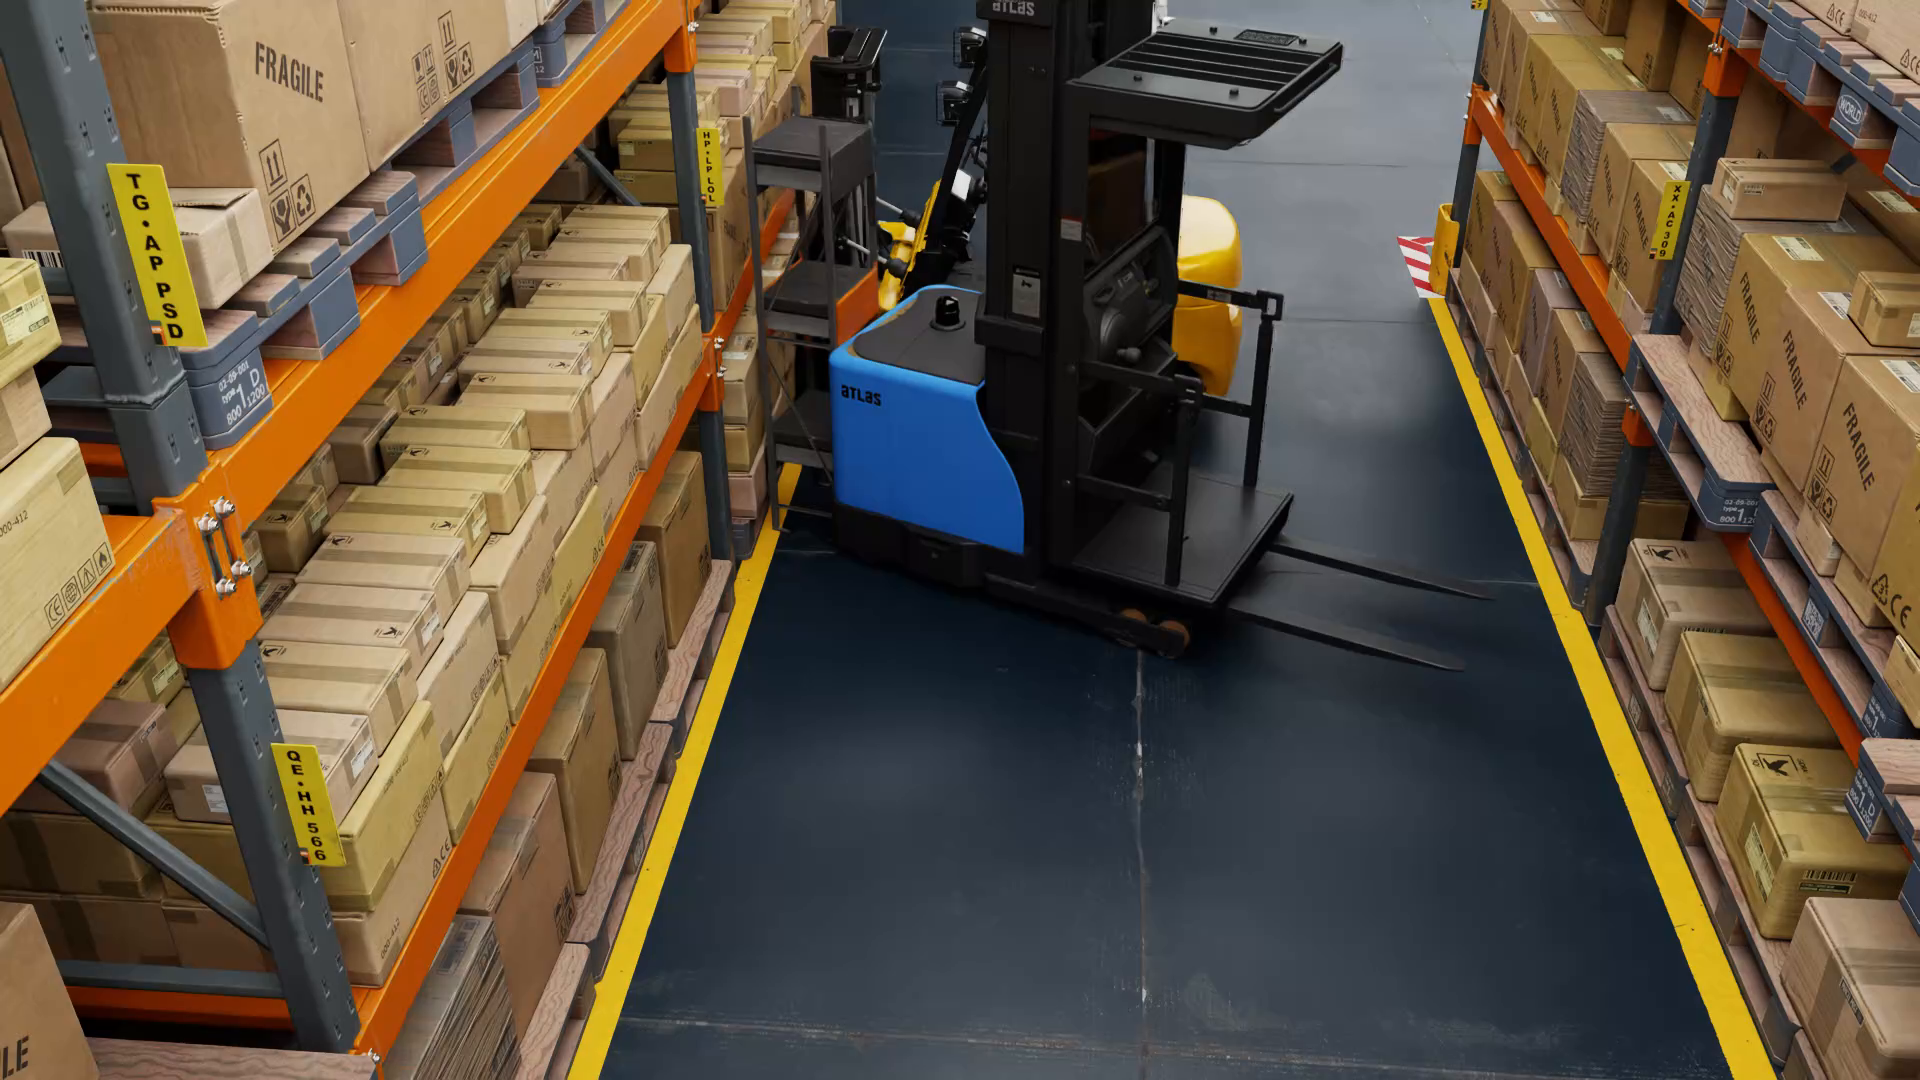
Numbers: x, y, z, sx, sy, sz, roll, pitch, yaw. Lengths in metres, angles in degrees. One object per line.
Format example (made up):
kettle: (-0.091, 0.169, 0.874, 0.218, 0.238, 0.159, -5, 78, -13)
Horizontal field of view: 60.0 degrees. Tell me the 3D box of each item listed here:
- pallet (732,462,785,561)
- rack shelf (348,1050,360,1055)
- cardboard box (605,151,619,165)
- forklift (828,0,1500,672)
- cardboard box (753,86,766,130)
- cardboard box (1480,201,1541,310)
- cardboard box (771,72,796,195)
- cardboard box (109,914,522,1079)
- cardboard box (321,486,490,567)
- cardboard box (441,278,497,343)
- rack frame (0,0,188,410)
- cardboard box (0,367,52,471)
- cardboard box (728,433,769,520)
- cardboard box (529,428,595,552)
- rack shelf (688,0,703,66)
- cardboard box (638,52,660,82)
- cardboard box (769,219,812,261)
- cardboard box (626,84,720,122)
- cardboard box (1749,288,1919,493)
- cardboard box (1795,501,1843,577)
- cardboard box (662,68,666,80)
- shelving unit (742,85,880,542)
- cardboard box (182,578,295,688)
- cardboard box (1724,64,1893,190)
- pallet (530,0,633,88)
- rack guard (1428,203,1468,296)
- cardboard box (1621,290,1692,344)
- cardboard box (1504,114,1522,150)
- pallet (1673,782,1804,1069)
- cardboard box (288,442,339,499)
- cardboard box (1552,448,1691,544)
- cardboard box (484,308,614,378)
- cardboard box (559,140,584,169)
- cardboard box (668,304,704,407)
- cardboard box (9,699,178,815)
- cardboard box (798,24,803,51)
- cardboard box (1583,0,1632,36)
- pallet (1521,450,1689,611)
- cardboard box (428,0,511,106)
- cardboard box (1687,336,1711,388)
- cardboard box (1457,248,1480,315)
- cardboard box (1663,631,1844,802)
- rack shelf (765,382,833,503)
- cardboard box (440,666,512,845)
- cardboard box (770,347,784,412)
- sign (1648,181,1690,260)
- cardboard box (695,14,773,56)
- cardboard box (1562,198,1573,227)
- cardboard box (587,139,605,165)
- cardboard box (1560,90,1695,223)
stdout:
pallet: (-1.467, -0.323, 8.573, 1.003, 0.211, 1.213, 2, 32, 4)
rack shelf: (-2.062, 2.348, 2.267, 1.077, 0.370, 4.000, 2, 32, 4)
cardboard box: (-1.762, -1.645, 7.966, 0.500, 0.500, 0.500, 3, 32, 5)
forklift: (0.925, -1.041, 7.146, 3.031, 2.935, 1.130, 16, 35, 24)
cardboard box: (-1.156, -2.106, 8.095, 0.380, 0.149, 0.250, 2, 32, 3)
cardboard box: (3.319, -1.609, 9.507, 0.500, 0.500, 0.500, 1, 32, 2)
cardboard box: (-1.149, -2.159, 8.800, 0.500, 0.500, 0.500, 3, 32, 4)
cardboard box: (-1.835, 1.502, 4.816, 0.875, 0.625, 0.625, 3, 32, 6)
cardboard box: (-1.565, -0.022, 4.713, 0.380, 0.149, 0.250, 3, 32, 5)
cardboard box: (-1.912, -0.837, 6.035, 0.380, 0.149, 0.250, 2, 32, 4)
rack frame: (-1.899, -1.558, 2.201, 1.000, 3.000, 0.127, 2, 32, 4)
cardboard box: (-1.688, -0.192, 2.606, 0.380, 0.149, 0.250, 3, 32, 5)
cardboard box: (-1.204, -0.343, 8.168, 0.500, 0.250, 0.500, 3, 32, 4)
cardboard box: (-1.501, -0.178, 5.346, 0.500, 0.250, 0.500, 3, 32, 5)
rack shelf: (-1.411, -3.112, 8.268, 1.077, 0.370, 4.000, 2, 32, 4)
cardboard box: (-1.713, -2.389, 8.271, 0.380, 0.149, 0.250, 2, 32, 3)
cardboard box: (-1.090, -1.571, 9.208, 0.500, 0.250, 0.500, 2, 32, 3)
cardboard box: (-1.309, -1.970, 7.590, 0.380, 0.149, 0.250, 2, 32, 3)
cardboard box: (2.956, -0.481, 5.392, 0.500, 0.500, 0.500, 2, 32, 4)
cardboard box: (2.880, -0.002, 5.233, 0.380, 0.149, 0.250, 4, 32, 6)
cardboard box: (-1.679, -2.400, 8.571, 0.380, 0.149, 0.250, 1, 32, 2)
shelving unit: (-0.667, -1.033, 7.917, 0.431, 2.100, 0.503, 11, 33, 18)
cardboard box: (-2.100, 0.332, 4.518, 0.500, 0.250, 0.500, 3, 32, 4)
cardboard box: (3.626, -1.702, 6.820, 0.700, 0.500, 0.500, 2, 32, 3)
pallet: (-1.633, -1.830, 5.683, 0.805, 0.209, 1.217, 1, 32, 2)
rack guard: (3.693, -1.874, 10.814, 1.175, 0.500, 0.348, 2, 32, 4)
cardboard box: (3.096, -0.960, 7.188, 0.380, 0.149, 0.250, 2, 32, 3)
cardboard box: (3.290, -2.303, 9.368, 0.380, 0.149, 0.250, 3, 32, 5)
pallet: (3.215, 1.348, 5.861, 1.003, 0.211, 1.213, 2, 32, 4)
cardboard box: (-2.096, -0.175, 4.961, 0.380, 0.149, 0.250, 2, 32, 3)
cardboard box: (3.154, -0.215, 7.960, 0.500, 0.250, 0.500, 4, 32, 6)
cardboard box: (-1.429, -0.688, 5.793, 0.380, 0.149, 0.250, 2, 32, 3)
cardboard box: (-1.849, -1.721, 7.187, 0.380, 0.149, 0.250, 3, 32, 4)
cardboard box: (-1.354, -0.757, 6.763, 0.500, 0.250, 0.500, 3, 32, 5)
cardboard box: (-2.075, 0.498, 3.869, 0.380, 0.149, 0.250, 3, 32, 6)
cardboard box: (-1.077, -2.774, 9.179, 0.380, 0.149, 0.250, 1, 32, 2)
cardboard box: (3.827, -3.032, 8.978, 0.700, 0.500, 0.500, 3, 32, 4)
pallet: (3.393, -0.051, 8.132, 1.003, 0.211, 1.213, 2, 32, 4)
cardboard box: (-1.515, -1.446, 4.287, 0.500, 0.500, 0.500, 3, 32, 5)
cardboard box: (3.014, -0.682, 6.337, 0.380, 0.149, 0.250, 3, 32, 5)
cardboard box: (3.358, -1.576, 10.168, 0.500, 0.250, 0.500, 2, 32, 4)
cardboard box: (3.278, 0.704, 6.352, 0.950, 0.372, 0.625, 4, 32, 7)
rack shelf: (-0.664, -0.425, 8.290, 0.431, 0.518, 0.480, 11, 33, 18)
cardboard box: (-1.574, 0.575, 4.601, 0.500, 0.250, 0.500, 2, 32, 3)
cardboard box: (-1.188, -0.820, 8.466, 0.500, 0.250, 0.500, 2, 32, 4)
sign: (2.832, -1.274, 6.632, 0.100, 0.325, 0.005, 2, 32, 4)
cardboard box: (-1.186, -2.634, 8.668, 0.380, 0.149, 0.250, 3, 32, 5)
cardboard box: (3.226, -1.624, 8.265, 0.380, 0.149, 0.250, 2, 32, 3)
cardboard box: (-1.818, -1.726, 7.478, 0.380, 0.149, 0.250, 2, 32, 3)
cardboard box: (3.235, -1.839, 7.996, 0.500, 0.500, 0.500, 3, 32, 5)
